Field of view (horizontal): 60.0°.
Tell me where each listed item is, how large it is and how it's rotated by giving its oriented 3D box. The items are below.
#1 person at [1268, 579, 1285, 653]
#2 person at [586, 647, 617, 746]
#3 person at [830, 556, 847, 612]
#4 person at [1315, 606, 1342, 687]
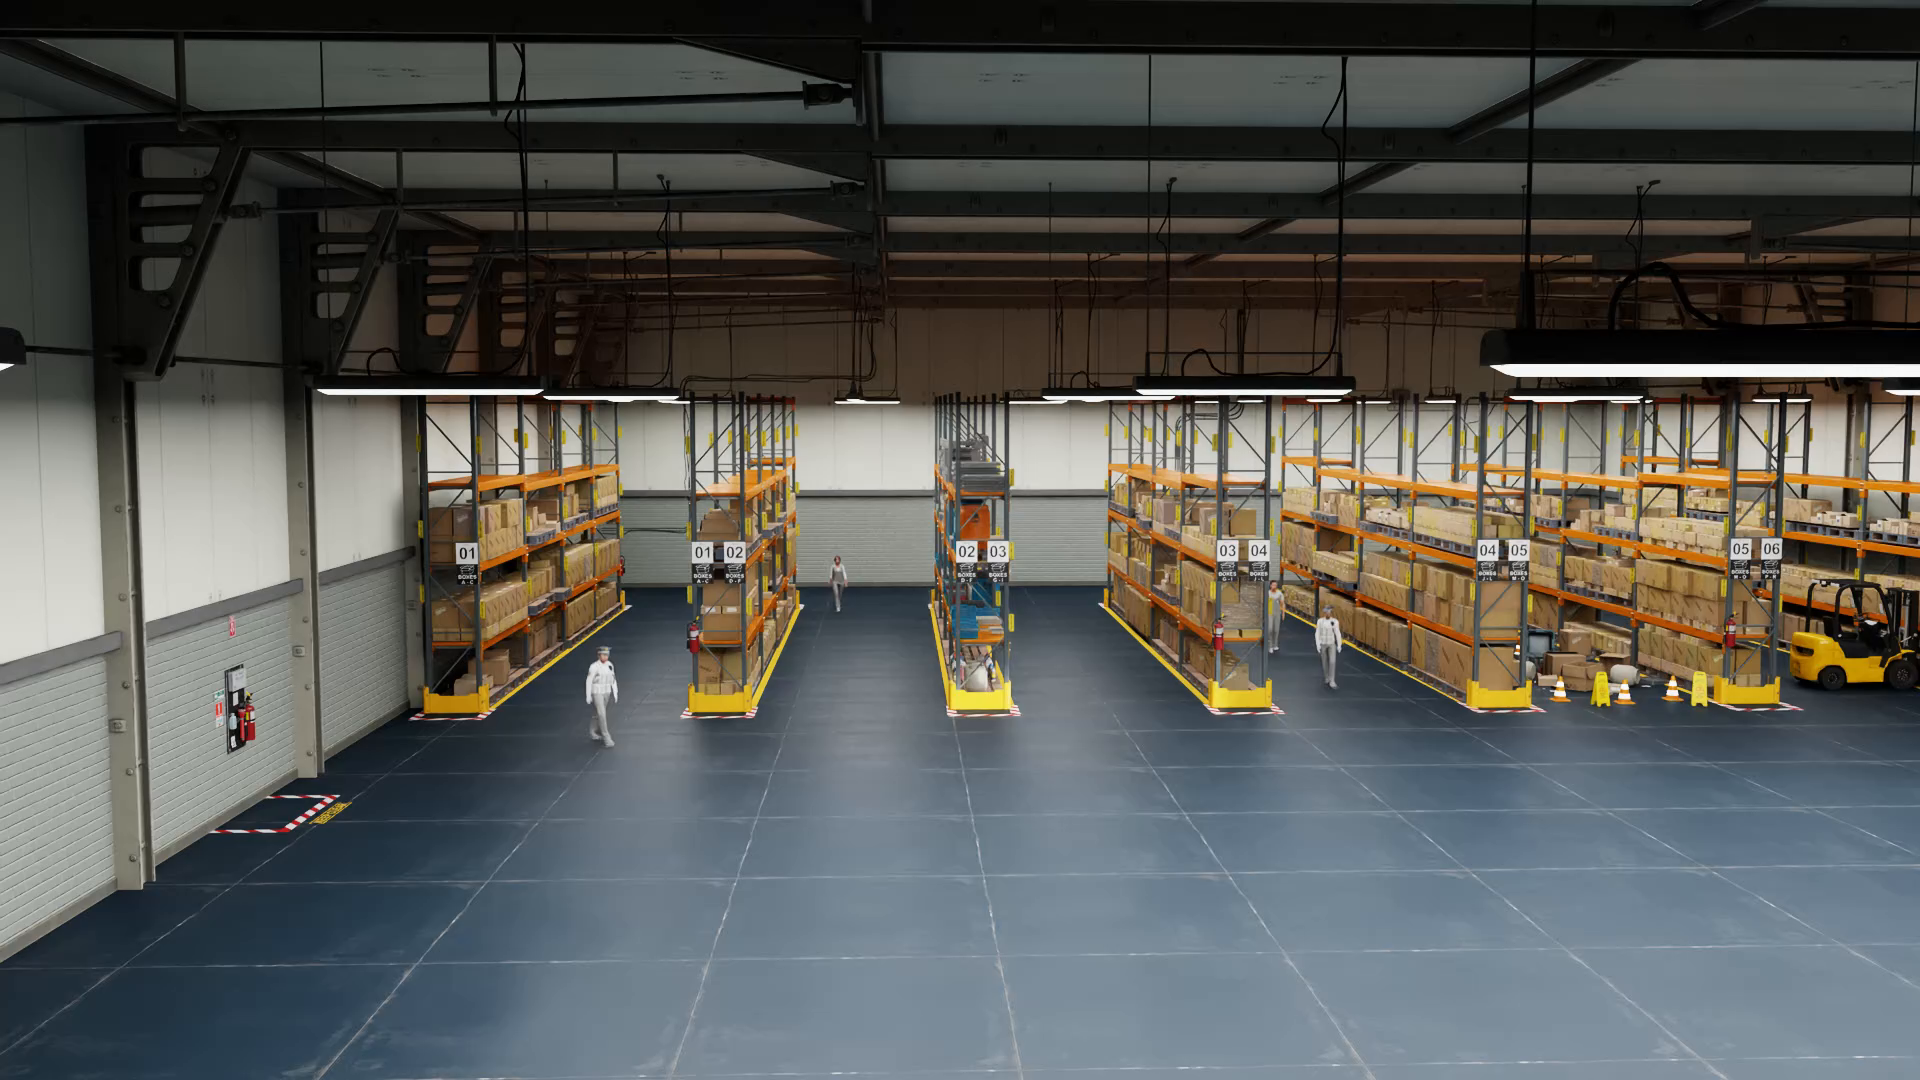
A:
[{"bbox_3d":[7.369,1.785,38.966,0.477,1.723,0.536,0,5,1],"label":"person"},{"bbox_3d":[-6.066,2.621,28.274,0.899,1.623,0.512,3,6,34],"label":"person"},{"bbox_3d":[-3.414,1.204,46.562,0.450,1.537,0.976,-1,5,-14],"label":"person"},{"bbox_3d":[7.525,2.163,34.049,0.532,1.618,0.875,2,5,24],"label":"person"}]
